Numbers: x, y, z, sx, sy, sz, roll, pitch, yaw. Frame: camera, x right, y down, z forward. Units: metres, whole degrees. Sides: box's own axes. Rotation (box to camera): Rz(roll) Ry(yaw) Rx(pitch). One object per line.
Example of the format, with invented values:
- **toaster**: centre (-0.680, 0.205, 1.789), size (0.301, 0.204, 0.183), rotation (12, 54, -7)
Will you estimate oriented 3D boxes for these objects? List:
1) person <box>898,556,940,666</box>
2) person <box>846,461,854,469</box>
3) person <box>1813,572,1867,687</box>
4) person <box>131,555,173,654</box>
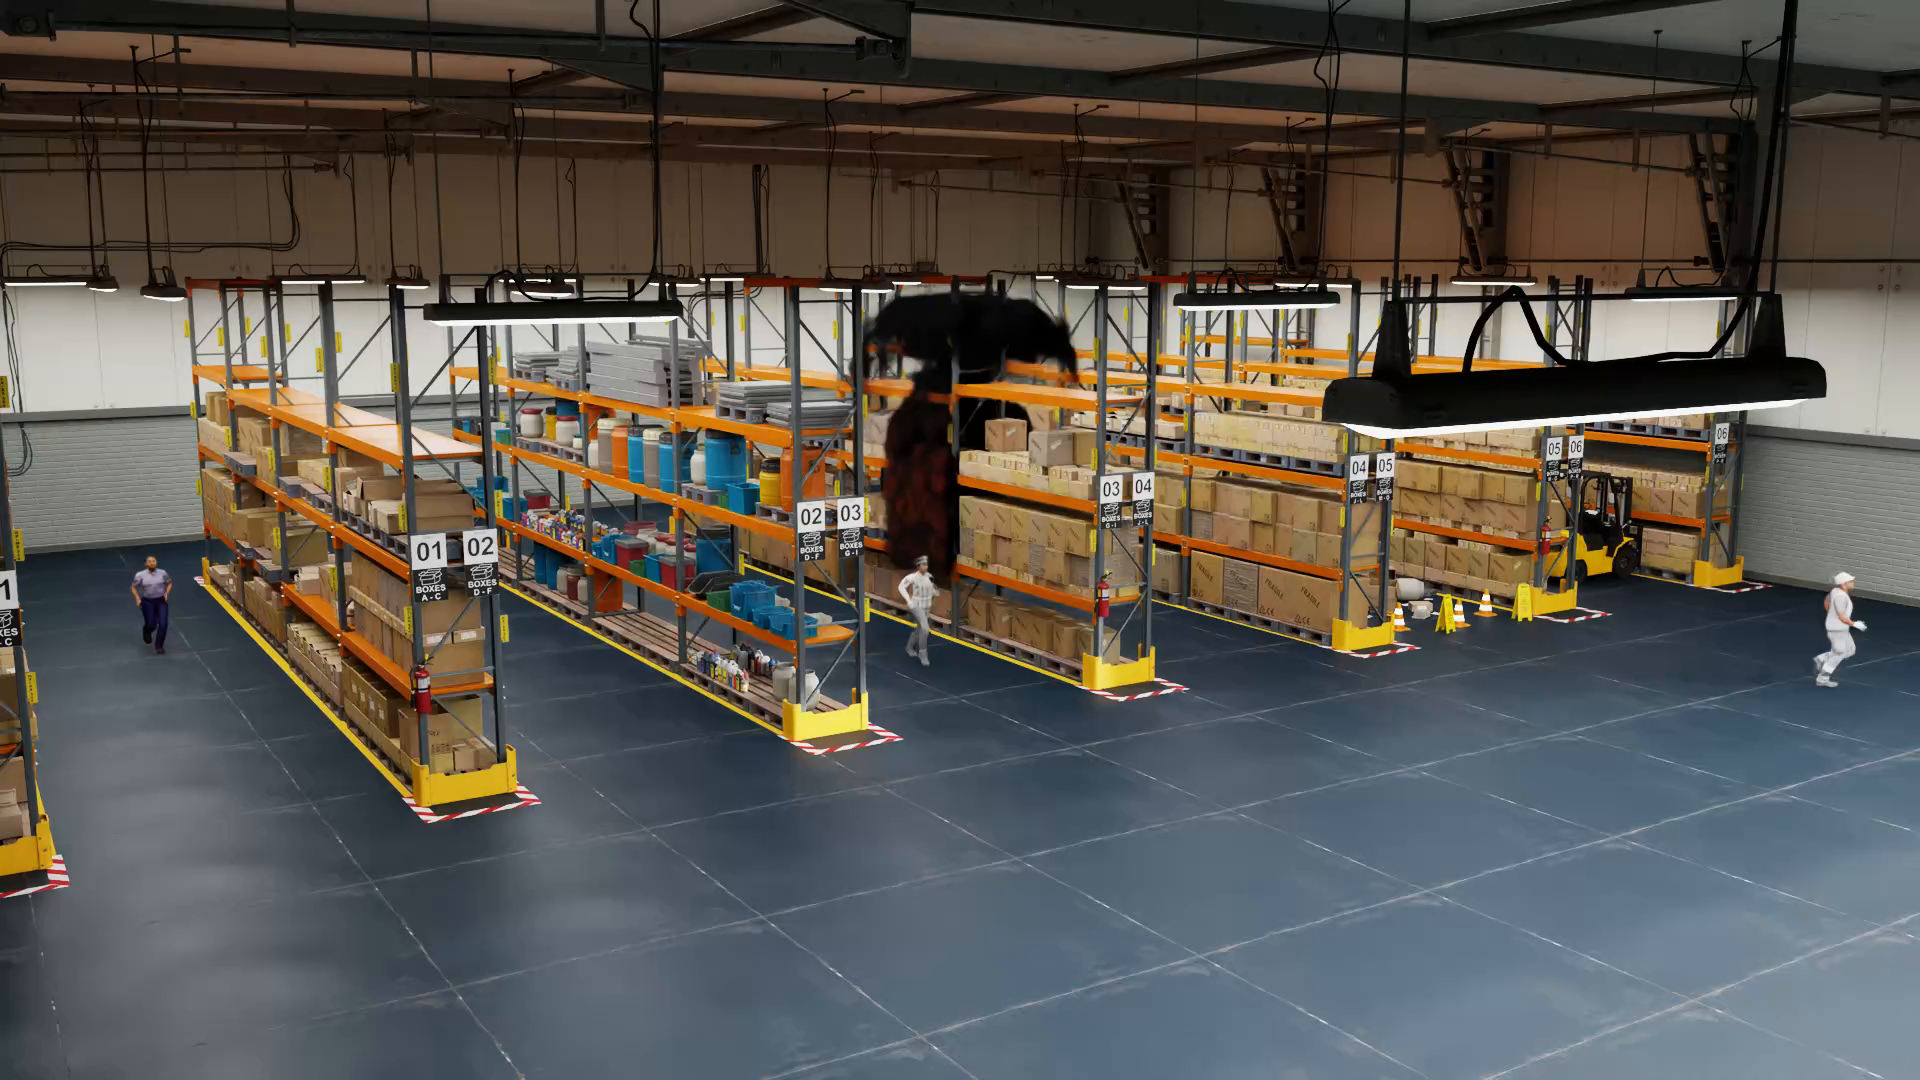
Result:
- **person**: centre (-0.623, 1.105, 26.408), size (0.754, 1.754, 0.593), rotation (9, 13, 43)
- **person**: centre (-2.841, -1.375, 41.238), size (0.635, 1.623, 0.887), rotation (4, 10, 23)
- **person**: centre (13.151, 1.337, 24.831), size (0.656, 1.742, 0.699), rotation (4, 10, 23)
- **person**: centre (-13.131, 1.047, 27.100), size (0.616, 1.593, 0.550), rotation (-7, 12, -36)
